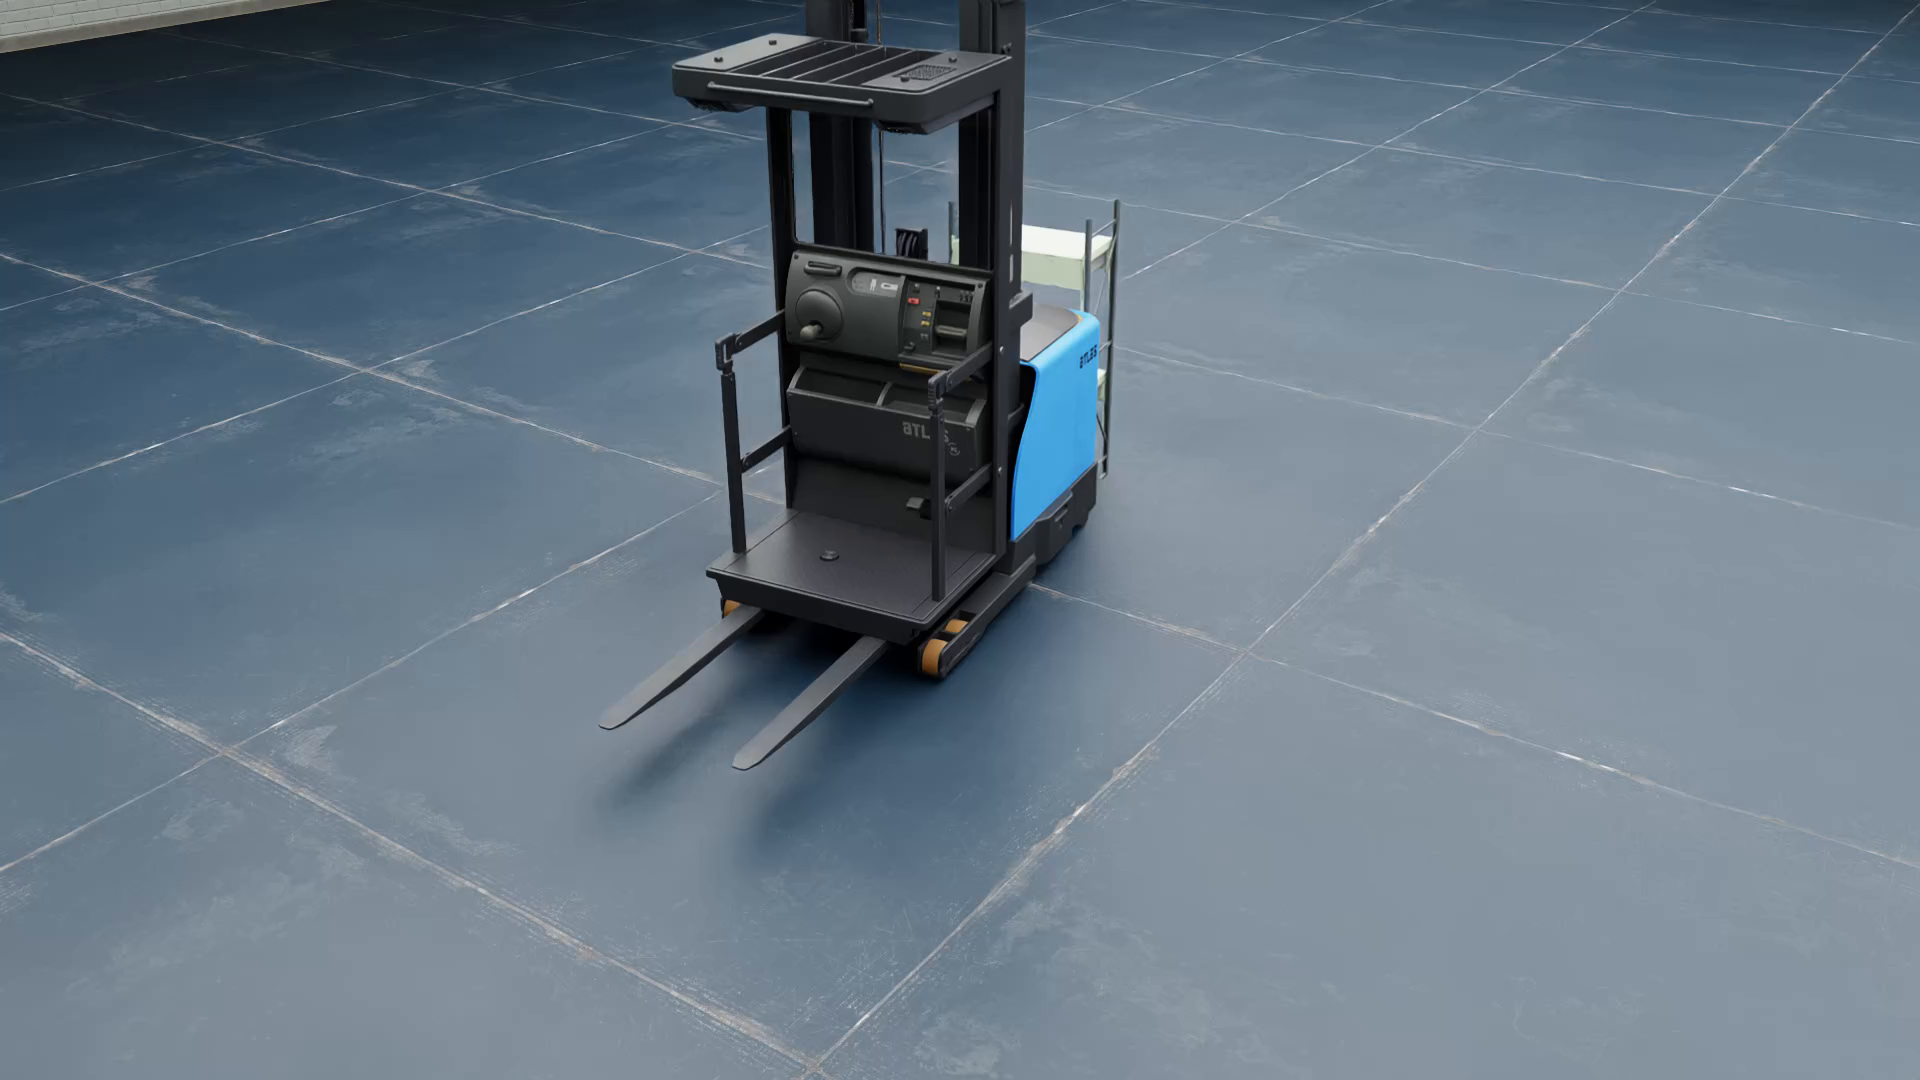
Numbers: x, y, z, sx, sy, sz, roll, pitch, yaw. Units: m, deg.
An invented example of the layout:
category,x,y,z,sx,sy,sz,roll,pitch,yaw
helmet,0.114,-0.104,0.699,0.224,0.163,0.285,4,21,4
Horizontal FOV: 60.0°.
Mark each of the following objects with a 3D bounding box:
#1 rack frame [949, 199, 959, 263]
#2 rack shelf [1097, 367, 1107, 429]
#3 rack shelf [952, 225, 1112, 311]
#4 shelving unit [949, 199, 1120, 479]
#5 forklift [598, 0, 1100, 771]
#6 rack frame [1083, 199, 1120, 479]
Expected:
category,x,y,z,sx,sy,sz,roll,pitch,yaw
rack frame,0.044,-1.096,8.750,0.023,1.500,0.400,13,30,23
rack shelf,0.372,-0.732,8.752,0.720,0.370,0.431,13,30,23
rack shelf,0.372,-1.370,8.428,0.720,0.370,0.431,13,30,23
shelving unit,0.372,-1.022,8.605,0.755,1.500,0.431,13,30,23
forklift,-0.416,-0.946,6.877,1.130,2.935,3.031,13,30,23
rack frame,0.700,-0.948,8.460,0.023,1.500,0.400,13,30,23
